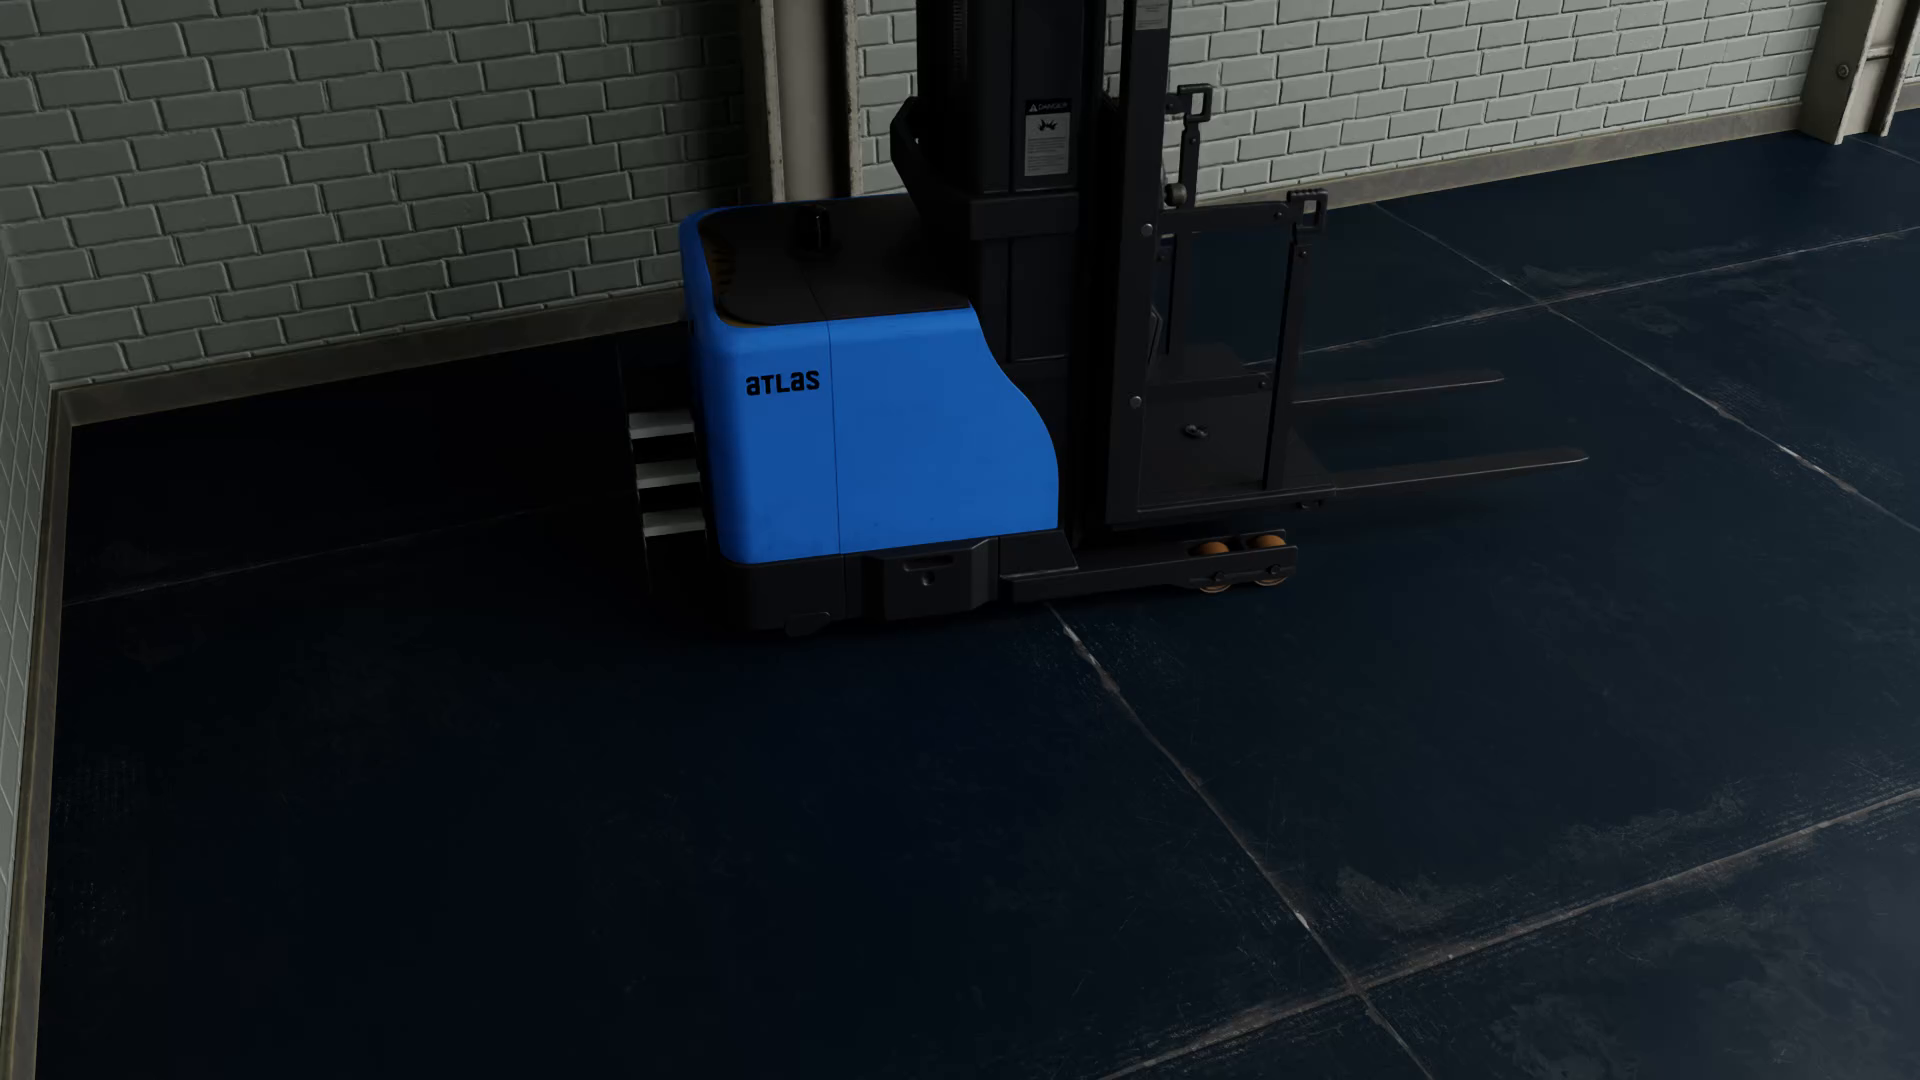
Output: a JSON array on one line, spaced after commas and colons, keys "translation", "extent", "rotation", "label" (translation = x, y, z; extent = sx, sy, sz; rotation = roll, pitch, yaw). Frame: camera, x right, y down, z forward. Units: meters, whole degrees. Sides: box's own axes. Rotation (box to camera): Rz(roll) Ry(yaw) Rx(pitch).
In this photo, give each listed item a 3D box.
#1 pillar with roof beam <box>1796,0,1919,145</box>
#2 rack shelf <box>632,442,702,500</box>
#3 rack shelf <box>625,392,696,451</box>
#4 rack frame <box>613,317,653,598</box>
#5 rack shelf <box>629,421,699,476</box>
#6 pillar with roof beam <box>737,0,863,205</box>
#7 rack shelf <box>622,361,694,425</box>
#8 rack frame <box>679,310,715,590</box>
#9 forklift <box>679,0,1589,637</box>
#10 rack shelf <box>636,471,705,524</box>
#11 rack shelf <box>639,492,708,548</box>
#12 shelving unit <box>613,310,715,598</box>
[{"translation": [6.553, -3.880, 3.462], "extent": [0.400, 9.000, 9.100], "rotation": [-13, 35, -19], "label": "pillar with roof beam"}, {"translation": [-0.943, -0.236, 5.346], "extent": [0.200, 0.077, 0.258], "rotation": [-7, 34, -10], "label": "rack shelf"}, {"translation": [-0.946, -0.387, 5.247], "extent": [0.200, 0.077, 0.258], "rotation": [-7, 34, -10], "label": "rack shelf"}, {"translation": [-1.043, -0.251, 5.310], "extent": [0.006, 0.900, 0.240], "rotation": [-7, 34, -10], "label": "rack frame"}, {"translation": [-0.945, -0.311, 5.297], "extent": [0.200, 0.077, 0.258], "rotation": [-7, 34, -10], "label": "rack shelf"}, {"translation": [1.021, -2.613, 1.515], "extent": [0.400, 9.000, 9.100], "rotation": [-13, 35, -19], "label": "pillar with roof beam"}, {"translation": [-0.947, -0.462, 5.198], "extent": [0.200, 0.077, 0.258], "rotation": [-7, 34, -10], "label": "rack shelf"}, {"translation": [-0.845, -0.277, 5.345], "extent": [0.006, 0.900, 0.240], "rotation": [-7, 34, -10], "label": "rack frame"}, {"translation": [0.640, -1.329, 5.105], "extent": [3.031, 2.935, 1.130], "rotation": [-7, 34, -10], "label": "forklift"}, {"translation": [-0.942, -0.161, 5.395], "extent": [0.200, 0.077, 0.258], "rotation": [-7, 34, -10], "label": "rack shelf"}, {"translation": [-0.941, -0.085, 5.445], "extent": [0.200, 0.077, 0.258], "rotation": [-7, 34, -10], "label": "rack shelf"}, {"translation": [-0.944, -0.264, 5.328], "extent": [0.210, 0.900, 0.258], "rotation": [-7, 34, -10], "label": "shelving unit"}]
